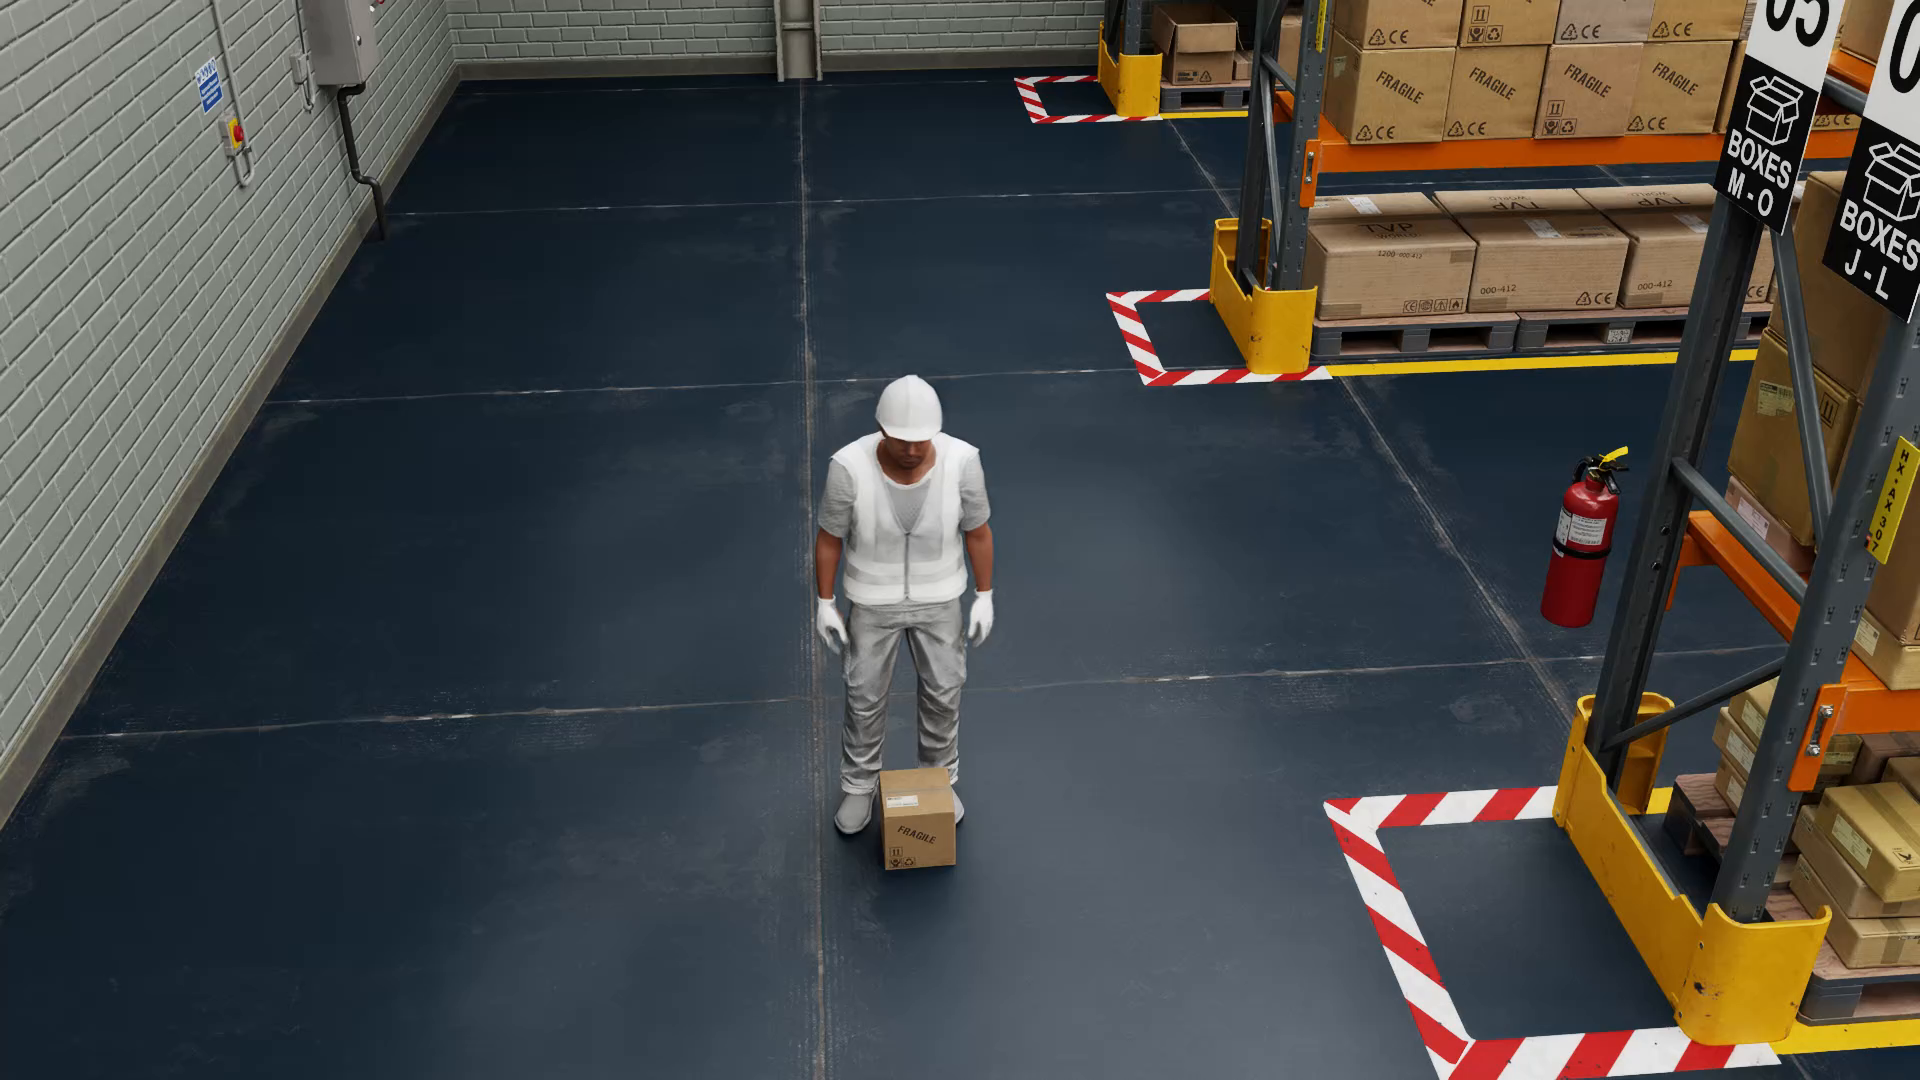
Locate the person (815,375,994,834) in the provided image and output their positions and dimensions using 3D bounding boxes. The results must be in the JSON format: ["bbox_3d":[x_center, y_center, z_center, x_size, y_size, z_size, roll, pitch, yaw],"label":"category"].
[{"bbox_3d":[-0.190,0.224,5.746,0.620,1.774,0.453,-3,31,-5],"label":"person"}]
